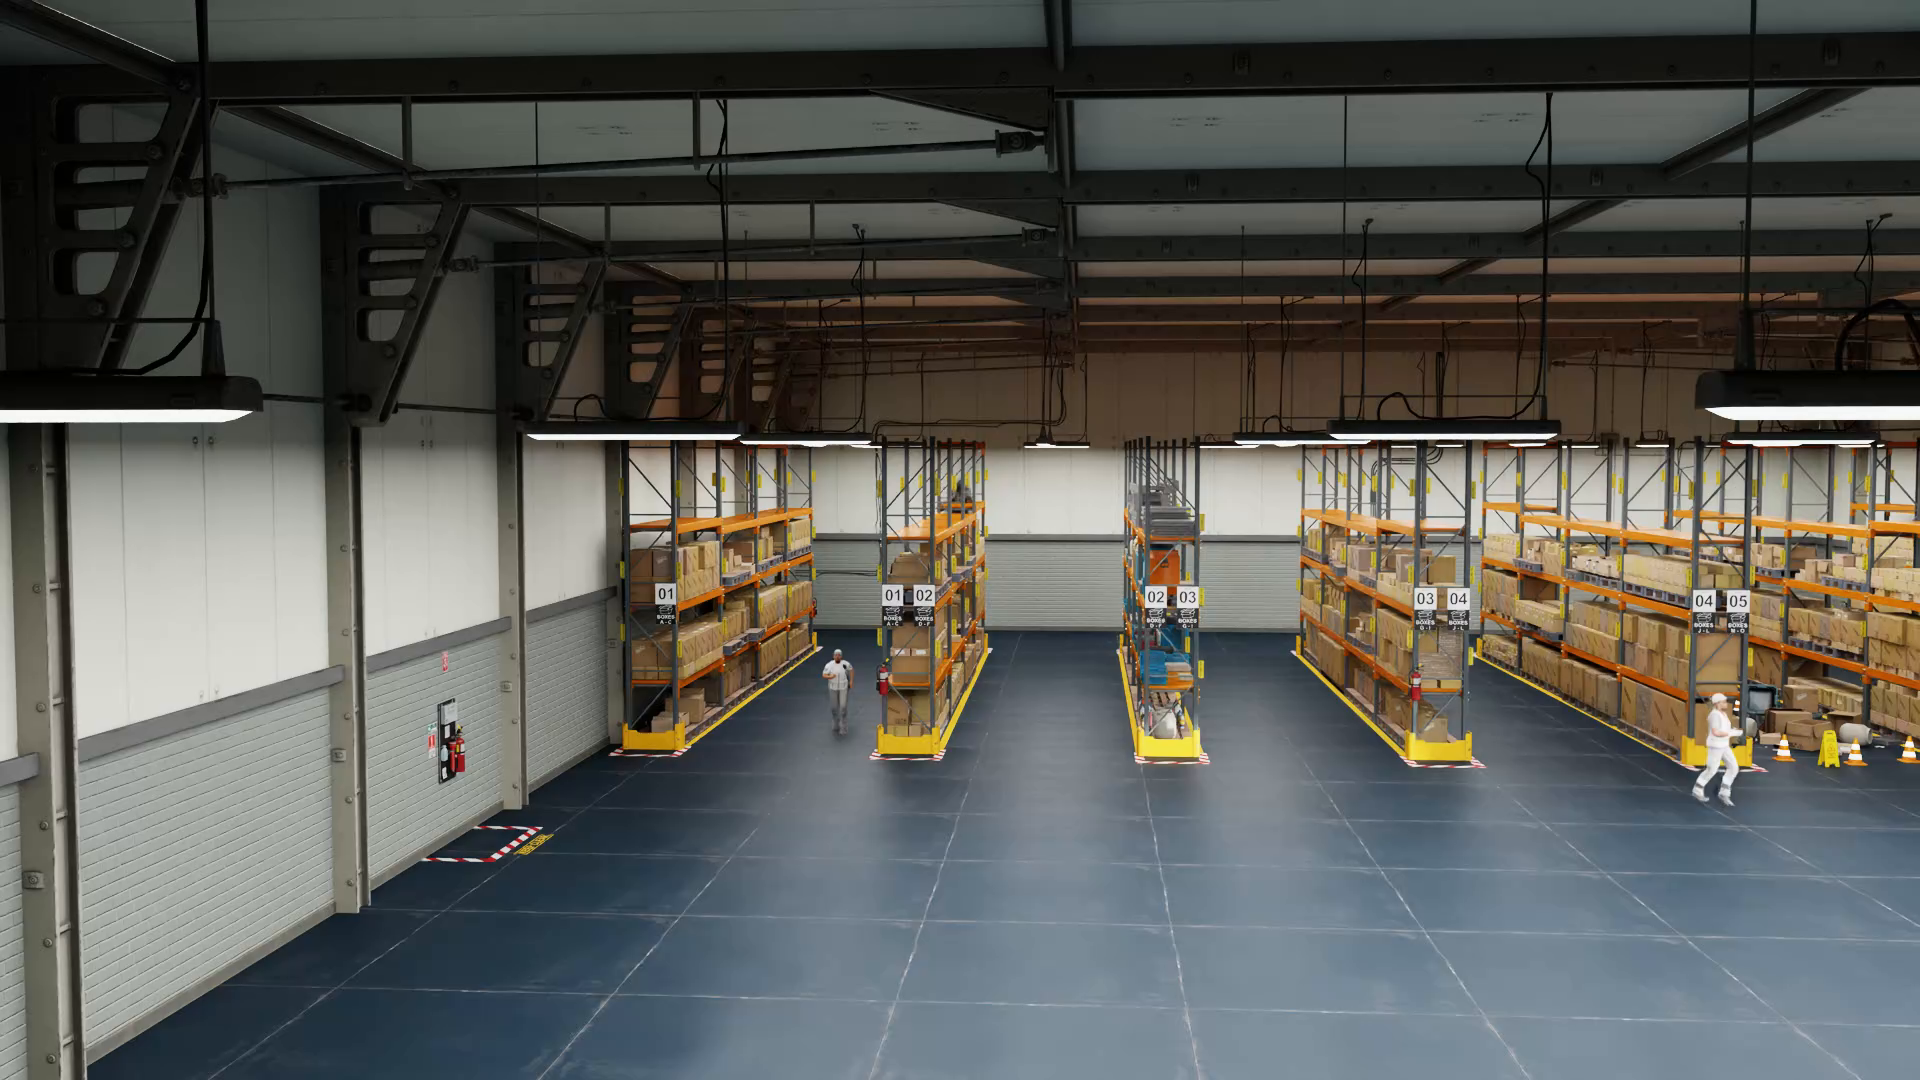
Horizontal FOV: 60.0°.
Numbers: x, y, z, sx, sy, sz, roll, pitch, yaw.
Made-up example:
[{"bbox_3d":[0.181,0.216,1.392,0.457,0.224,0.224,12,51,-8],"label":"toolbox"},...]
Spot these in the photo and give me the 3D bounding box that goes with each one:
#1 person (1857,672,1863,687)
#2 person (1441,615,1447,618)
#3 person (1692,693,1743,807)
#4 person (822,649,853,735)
[{"bbox_3d":[21.826,2.717,40.031,0.644,1.726,0.538,0,3,2],"label":"person"},{"bbox_3d":[12.488,2.597,43.066,0.550,1.709,0.780,0,3,-6],"label":"person"},{"bbox_3d":[12.240,3.392,26.837,0.664,1.852,0.776,-3,4,-45],"label":"person"},{"bbox_3d":[-2.488,3.076,33.877,0.631,1.708,0.810,0,3,-3],"label":"person"}]
